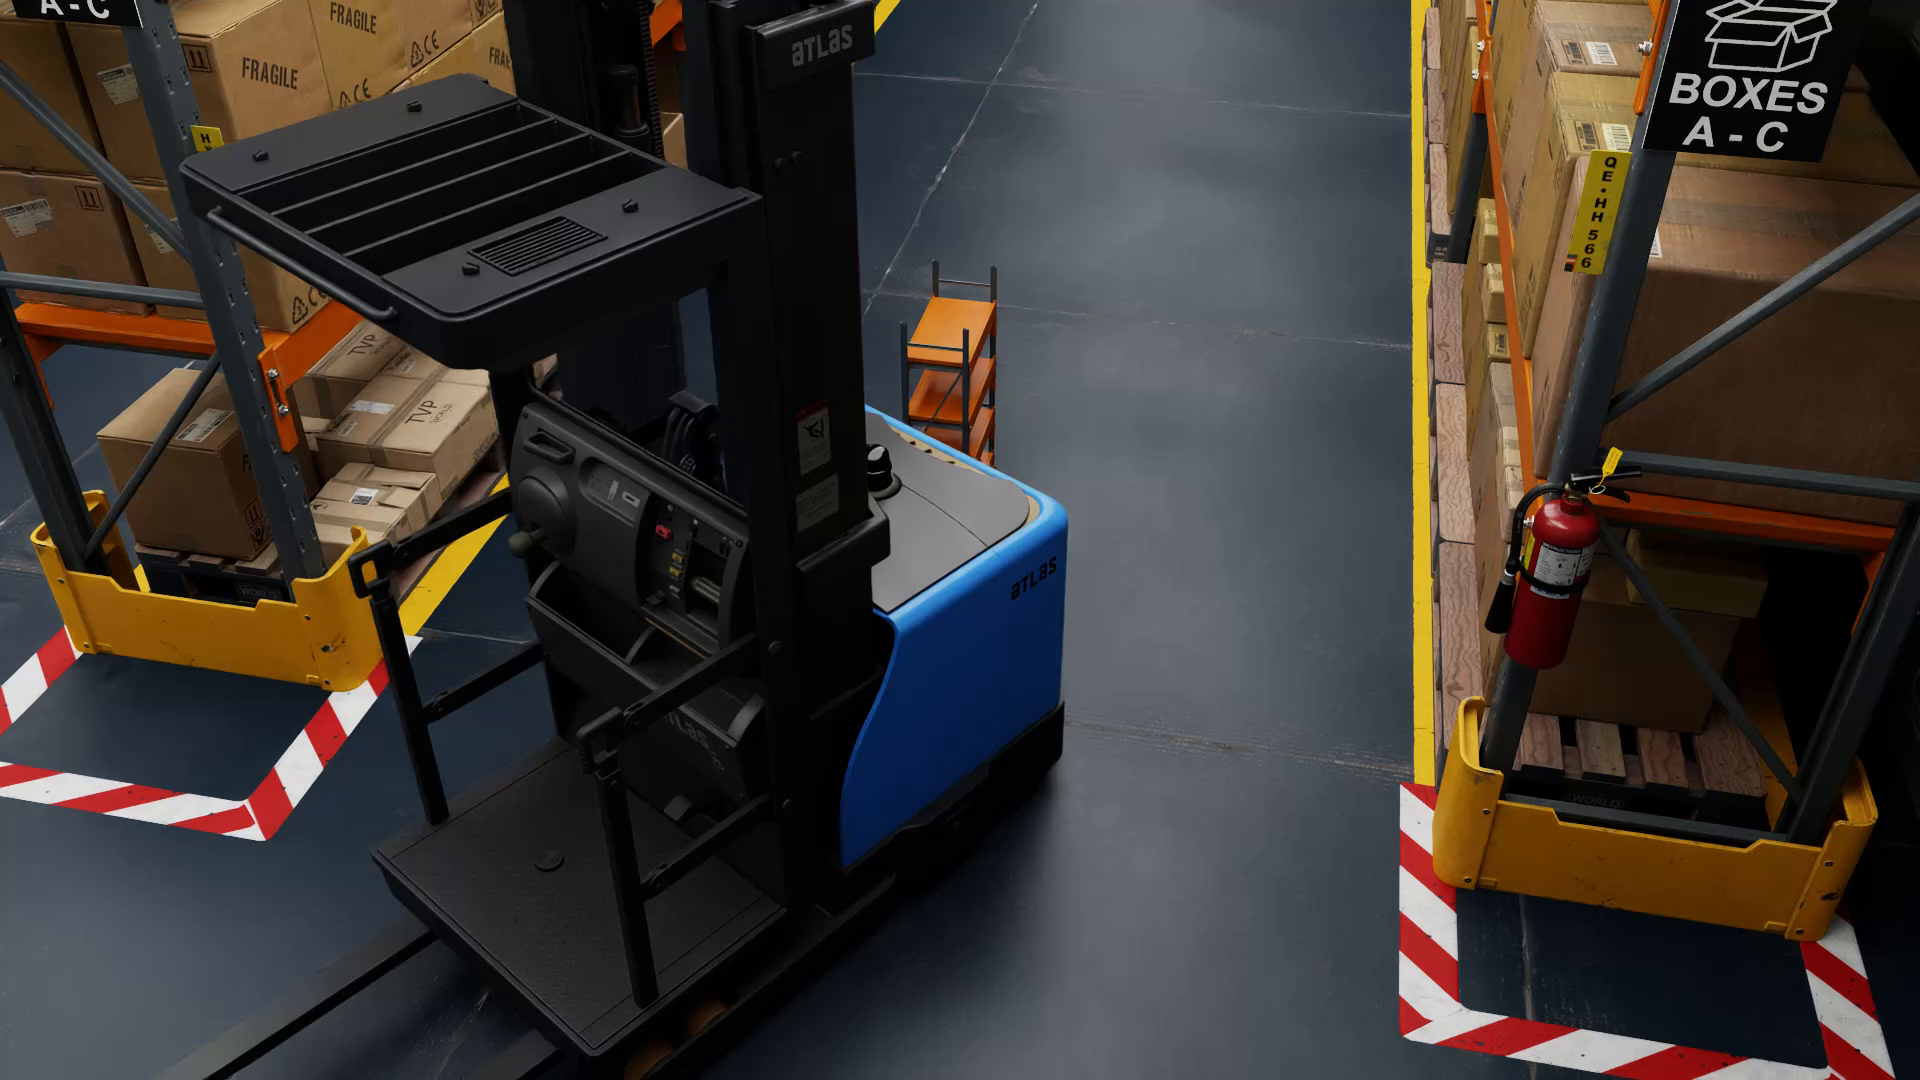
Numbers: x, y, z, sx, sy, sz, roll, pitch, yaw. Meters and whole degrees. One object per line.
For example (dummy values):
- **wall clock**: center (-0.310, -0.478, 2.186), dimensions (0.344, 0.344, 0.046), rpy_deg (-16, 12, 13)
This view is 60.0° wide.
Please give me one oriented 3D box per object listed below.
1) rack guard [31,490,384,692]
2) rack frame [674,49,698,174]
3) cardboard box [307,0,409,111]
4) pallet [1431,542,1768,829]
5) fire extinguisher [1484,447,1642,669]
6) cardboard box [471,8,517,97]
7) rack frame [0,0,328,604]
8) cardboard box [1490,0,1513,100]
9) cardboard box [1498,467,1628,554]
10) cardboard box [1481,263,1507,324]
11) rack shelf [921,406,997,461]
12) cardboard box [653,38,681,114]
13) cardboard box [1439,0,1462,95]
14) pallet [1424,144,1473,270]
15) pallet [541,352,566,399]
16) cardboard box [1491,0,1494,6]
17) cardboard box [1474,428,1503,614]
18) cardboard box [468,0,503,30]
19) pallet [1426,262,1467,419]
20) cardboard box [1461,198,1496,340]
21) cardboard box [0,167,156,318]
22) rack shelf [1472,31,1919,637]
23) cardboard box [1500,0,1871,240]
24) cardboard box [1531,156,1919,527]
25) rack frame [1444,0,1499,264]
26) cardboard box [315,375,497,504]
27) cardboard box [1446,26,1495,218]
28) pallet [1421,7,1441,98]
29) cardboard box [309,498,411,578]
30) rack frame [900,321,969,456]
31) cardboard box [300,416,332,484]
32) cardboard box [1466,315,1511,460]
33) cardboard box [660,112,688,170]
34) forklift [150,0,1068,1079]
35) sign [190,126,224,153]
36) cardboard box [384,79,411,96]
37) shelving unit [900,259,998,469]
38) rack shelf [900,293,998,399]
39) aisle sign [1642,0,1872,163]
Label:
- **rack guard**: center (-2.714, 0.181, 6.074), dimensions (1.175, 0.500, 0.348), rpy_deg (7, 37, 10)
- **rack frame**: center (-1.876, -3.080, 8.444), dimensions (1.000, 3.000, 0.127), rpy_deg (7, 37, 10)
- **cardboard box**: center (-2.274, -1.754, 5.677), dimensions (0.500, 0.500, 0.500), rpy_deg (8, 37, 10)
- **pallet**: center (2.204, 0.493, 5.891), dimensions (1.003, 0.211, 1.213), rpy_deg (7, 37, 10)
- **fire extinguisher**: center (1.626, 0.043, 4.519), dimensions (0.296, 0.674, 0.183), rpy_deg (7, 37, 10)
- **cardboard box**: center (-2.055, -1.919, 6.757), dimensions (0.500, 0.500, 0.500), rpy_deg (8, 37, 11)
- **rack frame**: center (-2.731, -0.787, 5.280), dimensions (1.000, 3.000, 0.127), rpy_deg (7, 37, 10)
- **cardboard box**: center (2.832, -2.274, 7.076), dimensions (0.980, 0.700, 0.700), rpy_deg (8, 37, 11)
- **cardboard box**: center (2.011, -0.099, 5.550), dimensions (0.380, 0.149, 0.250), rpy_deg (7, 37, 9)
- **cardboard box**: center (2.341, -0.994, 6.784), dimensions (0.380, 0.149, 0.250), rpy_deg (6, 36, 9)
- **rack shelf**: center (-0.035, -0.336, 6.306), dimensions (0.258, 0.148, 0.480), rpy_deg (7, 37, 10)
- **cardboard box**: center (-1.535, -2.493, 9.389), dimensions (0.500, 0.500, 0.500), rpy_deg (6, 36, 8)
- **cardboard box**: center (3.340, -3.148, 10.011), dimensions (0.750, 0.750, 0.750), rpy_deg (7, 37, 10)
- **pallet**: center (3.055, -1.784, 9.032), dimensions (1.003, 0.211, 1.213), rpy_deg (7, 37, 10)
- **pallet**: center (-2.282, -0.856, 7.751), dimensions (1.003, 0.211, 1.213), rpy_deg (7, 37, 10)
- **cardboard box**: center (2.759, -2.597, 7.975), dimensions (0.380, 0.149, 0.250), rpy_deg (8, 37, 10)
- **cardboard box**: center (2.268, -0.027, 6.003), dimensions (0.700, 0.500, 0.500), rpy_deg (7, 37, 10)
- **cardboard box**: center (-2.055, -2.332, 6.474), dimensions (0.500, 0.500, 0.500), rpy_deg (7, 37, 10)
- **pallet**: center (2.725, -0.906, 7.821), dimensions (1.003, 0.211, 1.213), rpy_deg (7, 37, 10)
- **cardboard box**: center (2.704, -1.204, 7.627), dimensions (0.700, 0.500, 0.500), rpy_deg (8, 37, 11)
- **cardboard box**: center (-2.901, -1.119, 5.652), dimensions (0.500, 0.500, 0.500), rpy_deg (8, 37, 11)
- **rack shelf**: center (2.537, -1.024, 6.219), dimensions (1.077, 0.370, 4.000), rpy_deg (7, 37, 10)
- **cardboard box**: center (2.525, -1.438, 5.922), dimensions (0.980, 0.700, 0.700), rpy_deg (6, 36, 8)
- **cardboard box**: center (2.209, -0.583, 4.743), dimensions (0.980, 0.700, 0.700), rpy_deg (9, 37, 12)
- **rack frame**: center (2.964, -2.462, 7.590), dimensions (1.000, 3.000, 0.127), rpy_deg (7, 37, 10)
- **cardboard box**: center (-2.231, -0.415, 6.734), dimensions (0.500, 0.250, 0.500), rpy_deg (7, 37, 10)
- **cardboard box**: center (2.976, -2.150, 8.635), dimensions (0.750, 0.750, 0.750), rpy_deg (8, 37, 11)
- **pallet**: center (3.576, -3.183, 10.962), dimensions (1.003, 0.211, 1.213), rpy_deg (7, 37, 10)
- **cardboard box**: center (-2.306, -0.008, 6.259), dimensions (0.380, 0.149, 0.250), rpy_deg (7, 37, 10)
- **rack frame**: center (-0.087, -0.251, 6.074), dimensions (0.240, 1.200, 0.015), rpy_deg (7, 37, 10)
- **cardboard box**: center (-2.681, -0.382, 6.760), dimensions (0.380, 0.166, 0.250), rpy_deg (7, 37, 10)
- **cardboard box**: center (2.482, -0.622, 6.824), dimensions (0.700, 0.500, 0.500), rpy_deg (8, 37, 11)
- **cardboard box**: center (-1.721, -1.884, 8.549), dimensions (0.500, 0.500, 0.500), rpy_deg (7, 37, 10)
- **forklift**: center (-1.021, 0.022, 4.222), dimensions (1.130, 2.935, 3.031), rpy_deg (28, 45, 33)
- **sign**: center (-2.201, -1.070, 4.932), dimensions (0.100, 0.325, 0.005), rpy_deg (7, 37, 10)
- **cardboard box**: center (-2.273, -1.345, 5.965), dimensions (0.500, 0.500, 0.500), rpy_deg (7, 37, 10)
- **shelving unit**: center (-0.035, -0.391, 6.267), dimensions (0.258, 1.200, 0.503), rpy_deg (7, 37, 10)
- **rack shelf**: center (-0.035, -0.709, 6.036), dimensions (0.258, 0.148, 0.480), rpy_deg (7, 37, 10)
- **aisle sign**: center (1.801, -1.217, 3.658), dimensions (0.394, 0.787, 0.004), rpy_deg (7, 37, 10)
